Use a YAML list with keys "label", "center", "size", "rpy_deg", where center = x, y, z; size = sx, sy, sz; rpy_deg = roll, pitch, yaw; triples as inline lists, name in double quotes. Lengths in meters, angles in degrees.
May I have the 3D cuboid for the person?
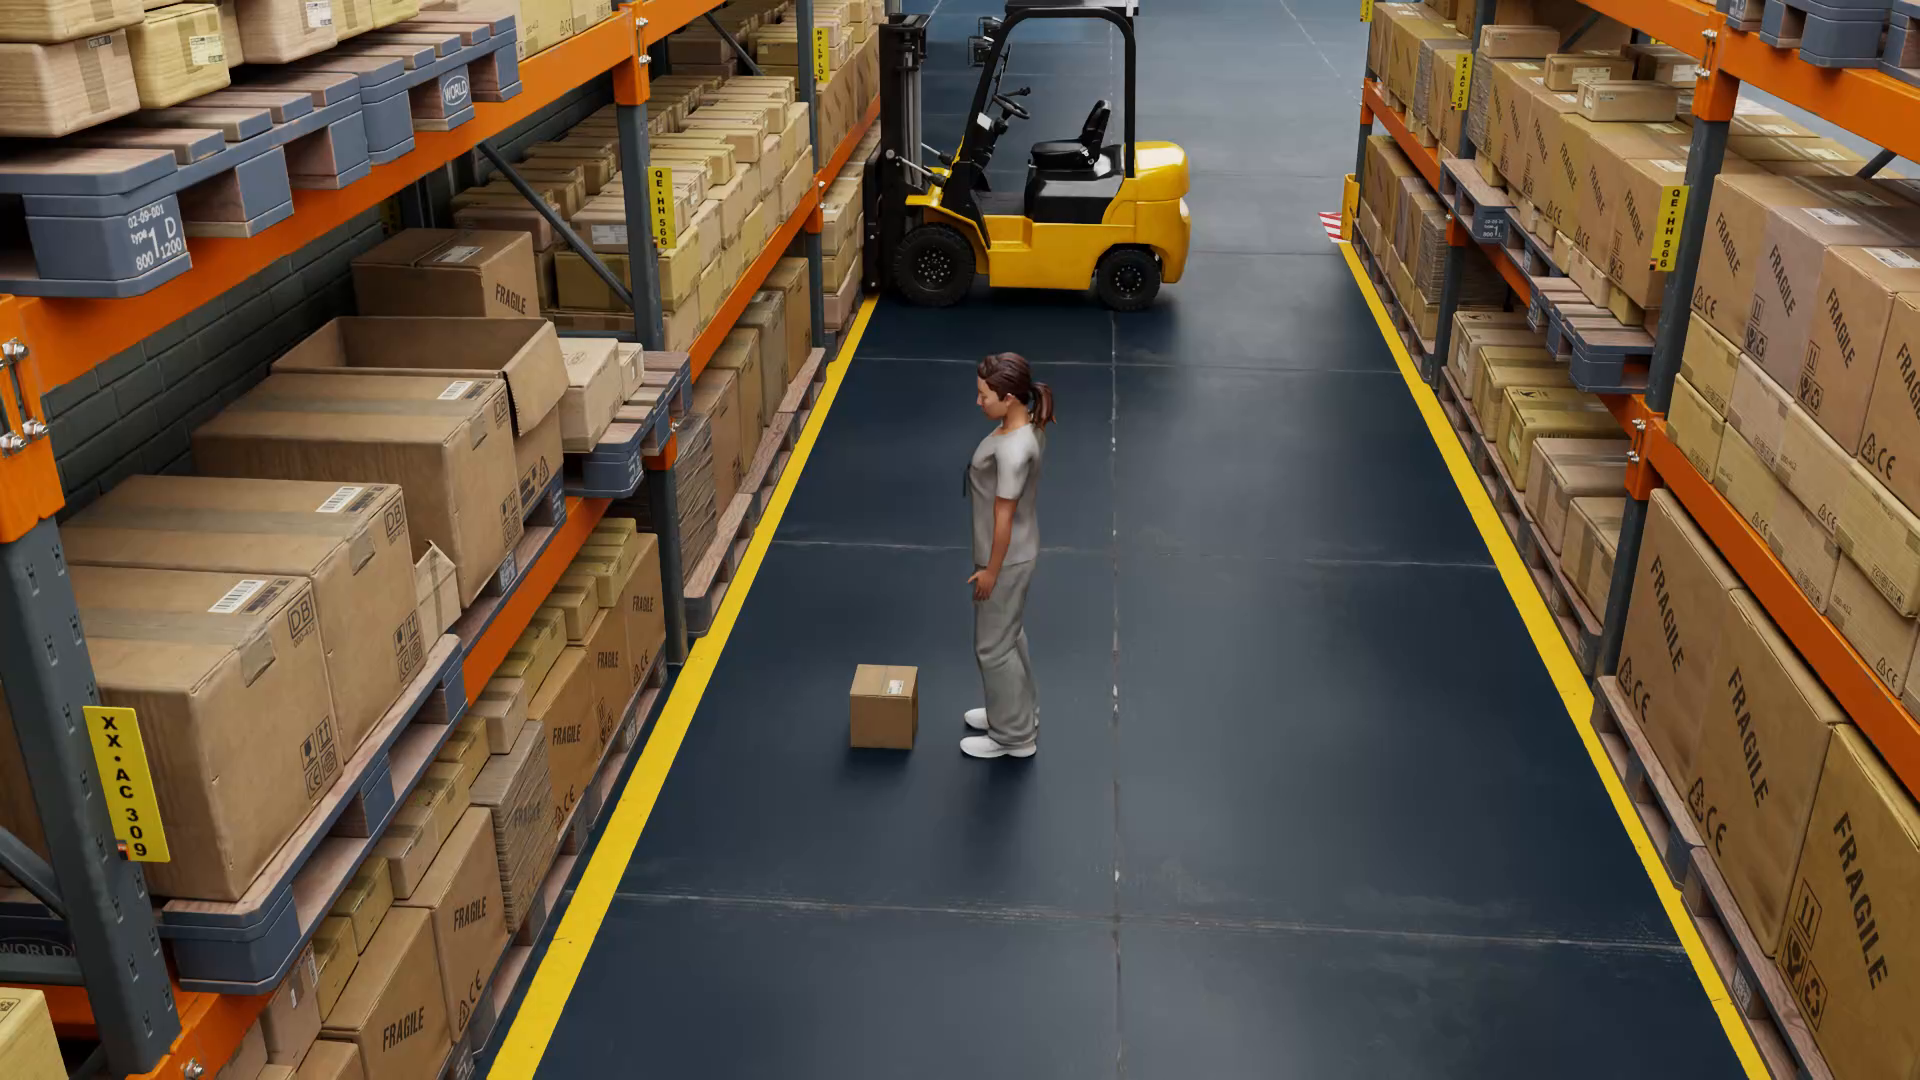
- label: "person"
  center: [0.180, 0.068, 6.468]
  size: [0.348, 1.672, 0.441]
  rpy_deg: [2, 25, 5]
